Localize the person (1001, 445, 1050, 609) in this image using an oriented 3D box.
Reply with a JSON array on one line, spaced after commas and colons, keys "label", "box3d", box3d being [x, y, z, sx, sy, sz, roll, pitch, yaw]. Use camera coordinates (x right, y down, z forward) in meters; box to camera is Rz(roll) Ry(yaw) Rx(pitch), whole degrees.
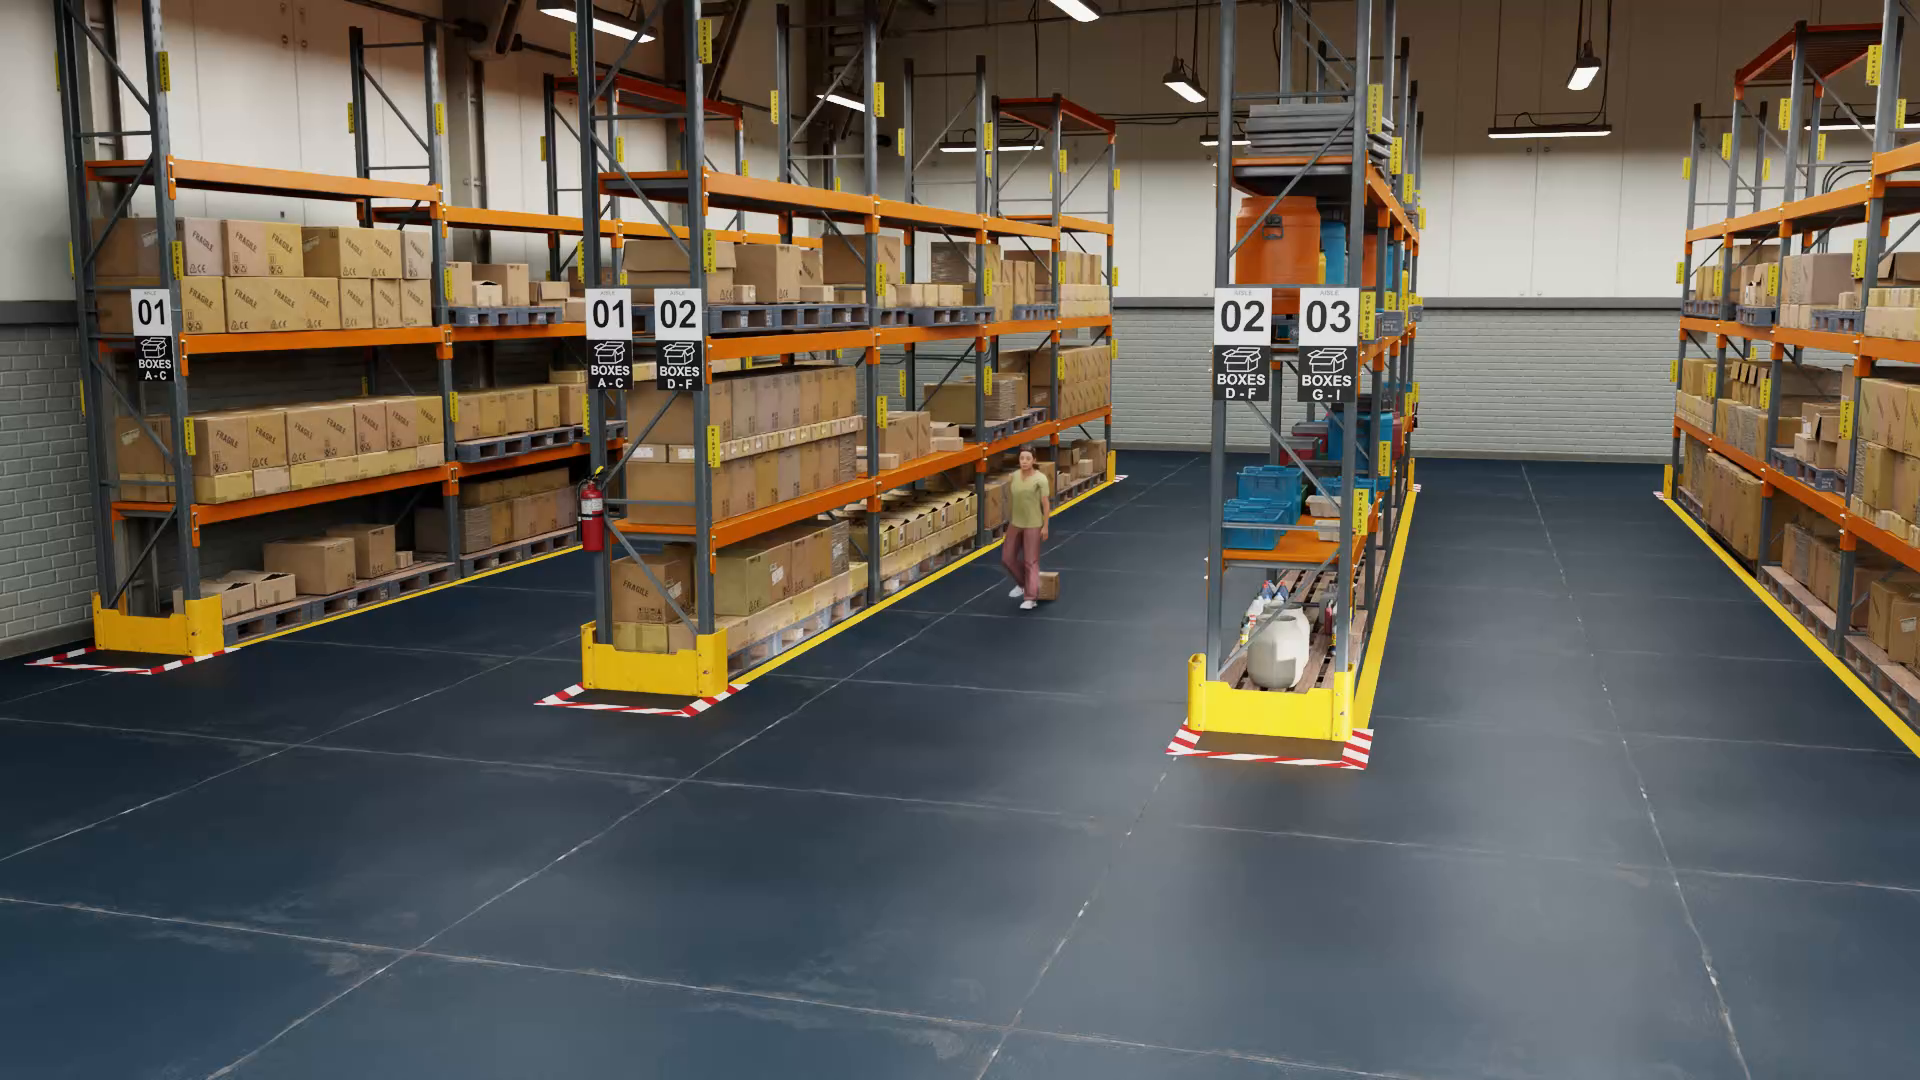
[{"label": "person", "box3d": [0.693, -0.139, 16.739, 0.513, 1.661, 0.479, 5, 10, 32]}]
